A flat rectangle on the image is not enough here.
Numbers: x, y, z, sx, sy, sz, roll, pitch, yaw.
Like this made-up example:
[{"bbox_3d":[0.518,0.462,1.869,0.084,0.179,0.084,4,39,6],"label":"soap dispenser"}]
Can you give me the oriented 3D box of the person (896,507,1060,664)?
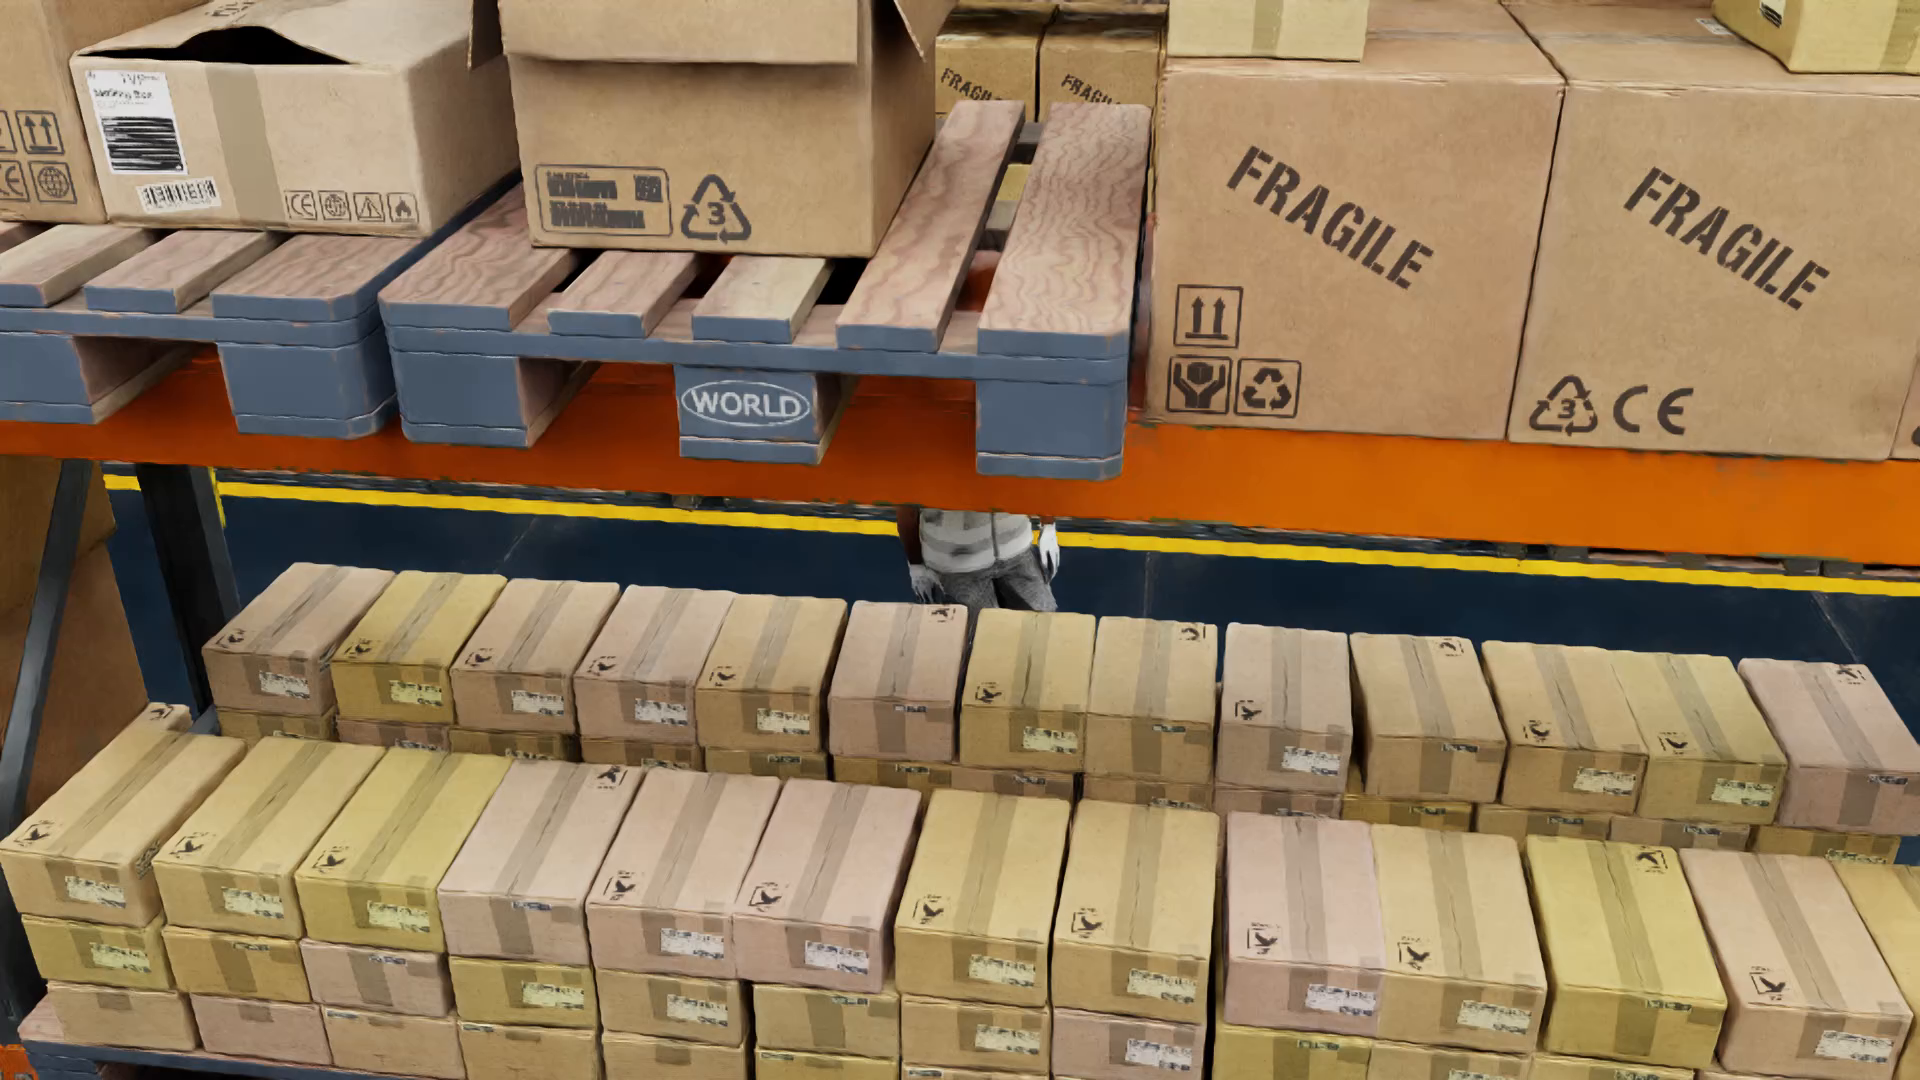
[{"bbox_3d":[0.040,0.036,6.066,0.597,1.759,0.694,-14,31,-25],"label":"person"}]
